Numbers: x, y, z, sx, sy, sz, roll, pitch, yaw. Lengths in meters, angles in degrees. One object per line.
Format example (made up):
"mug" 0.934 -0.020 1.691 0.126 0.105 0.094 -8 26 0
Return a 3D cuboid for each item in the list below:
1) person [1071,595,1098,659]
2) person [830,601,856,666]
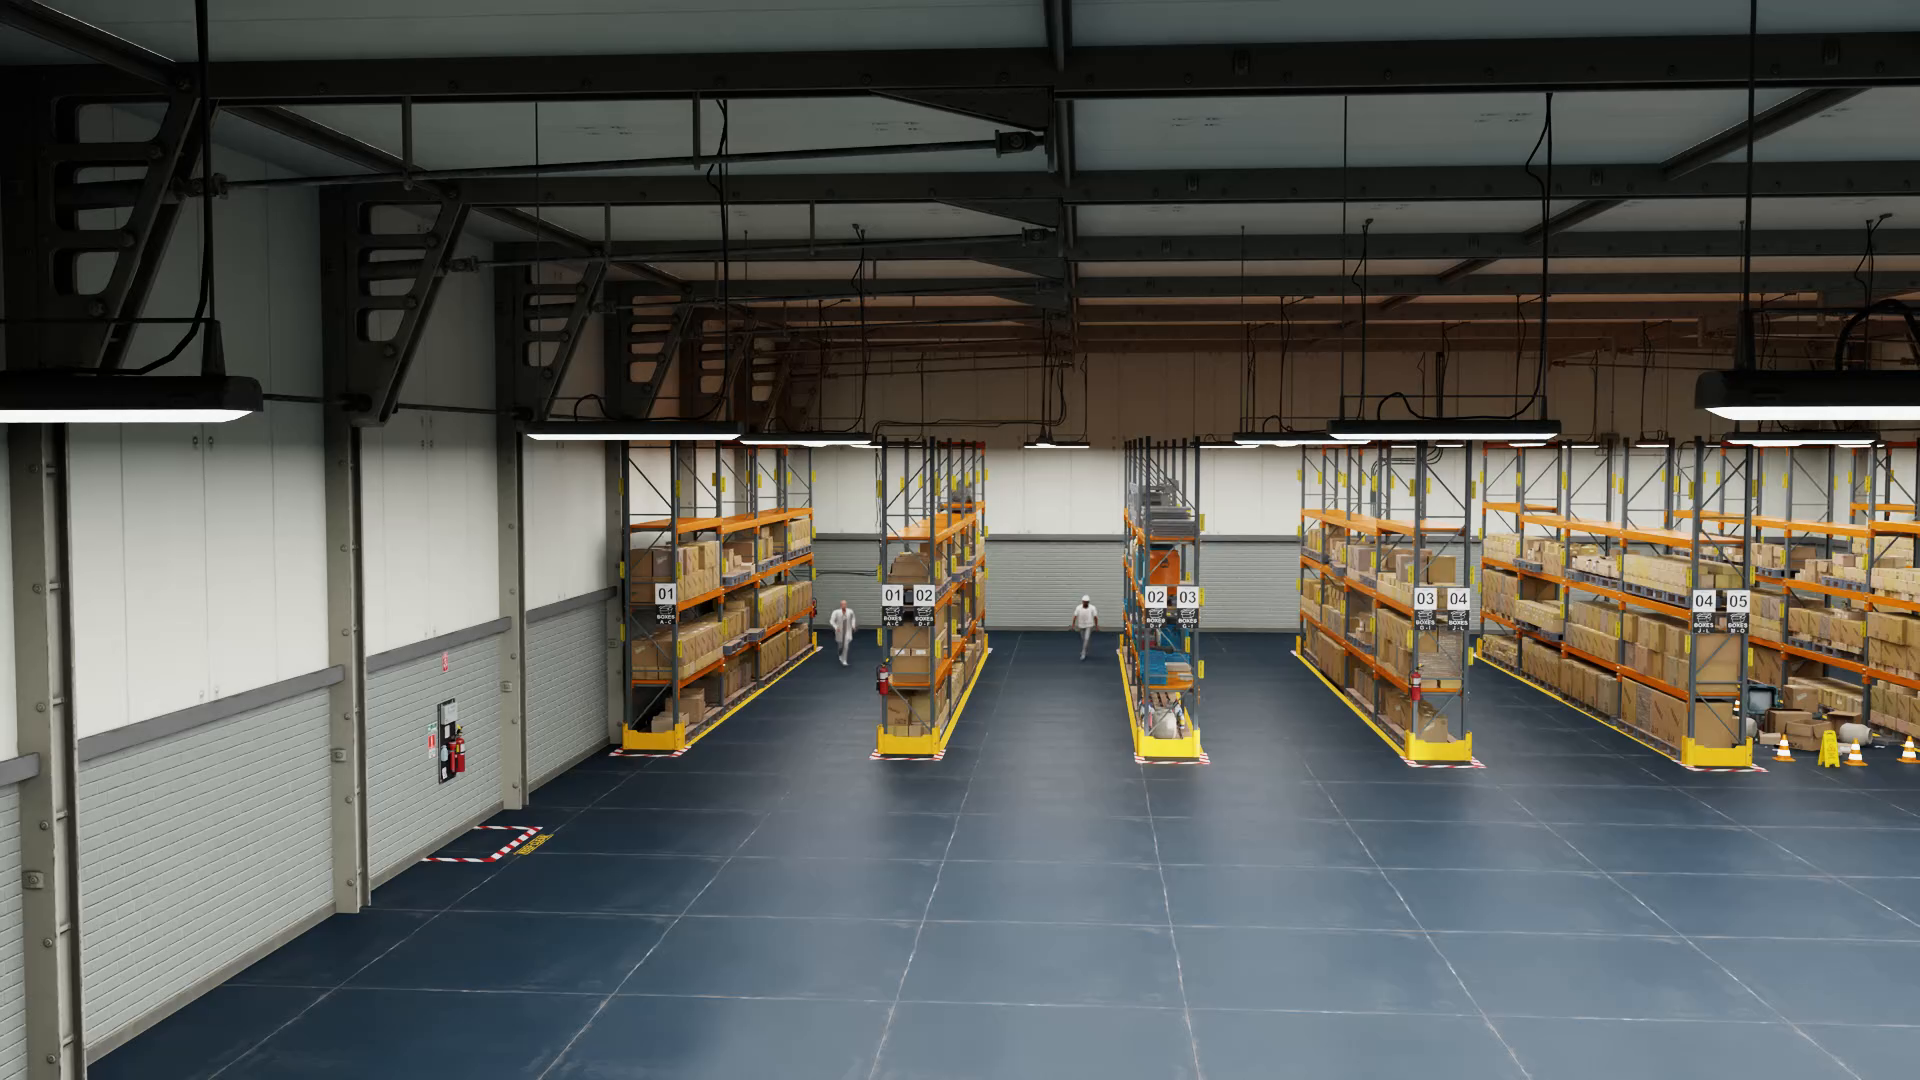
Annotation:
"person" 3.438 2.372 45.718 0.697 1.712 0.951 1 3 21
"person" -3.143 2.476 44.643 0.709 1.732 0.847 0 3 -8
